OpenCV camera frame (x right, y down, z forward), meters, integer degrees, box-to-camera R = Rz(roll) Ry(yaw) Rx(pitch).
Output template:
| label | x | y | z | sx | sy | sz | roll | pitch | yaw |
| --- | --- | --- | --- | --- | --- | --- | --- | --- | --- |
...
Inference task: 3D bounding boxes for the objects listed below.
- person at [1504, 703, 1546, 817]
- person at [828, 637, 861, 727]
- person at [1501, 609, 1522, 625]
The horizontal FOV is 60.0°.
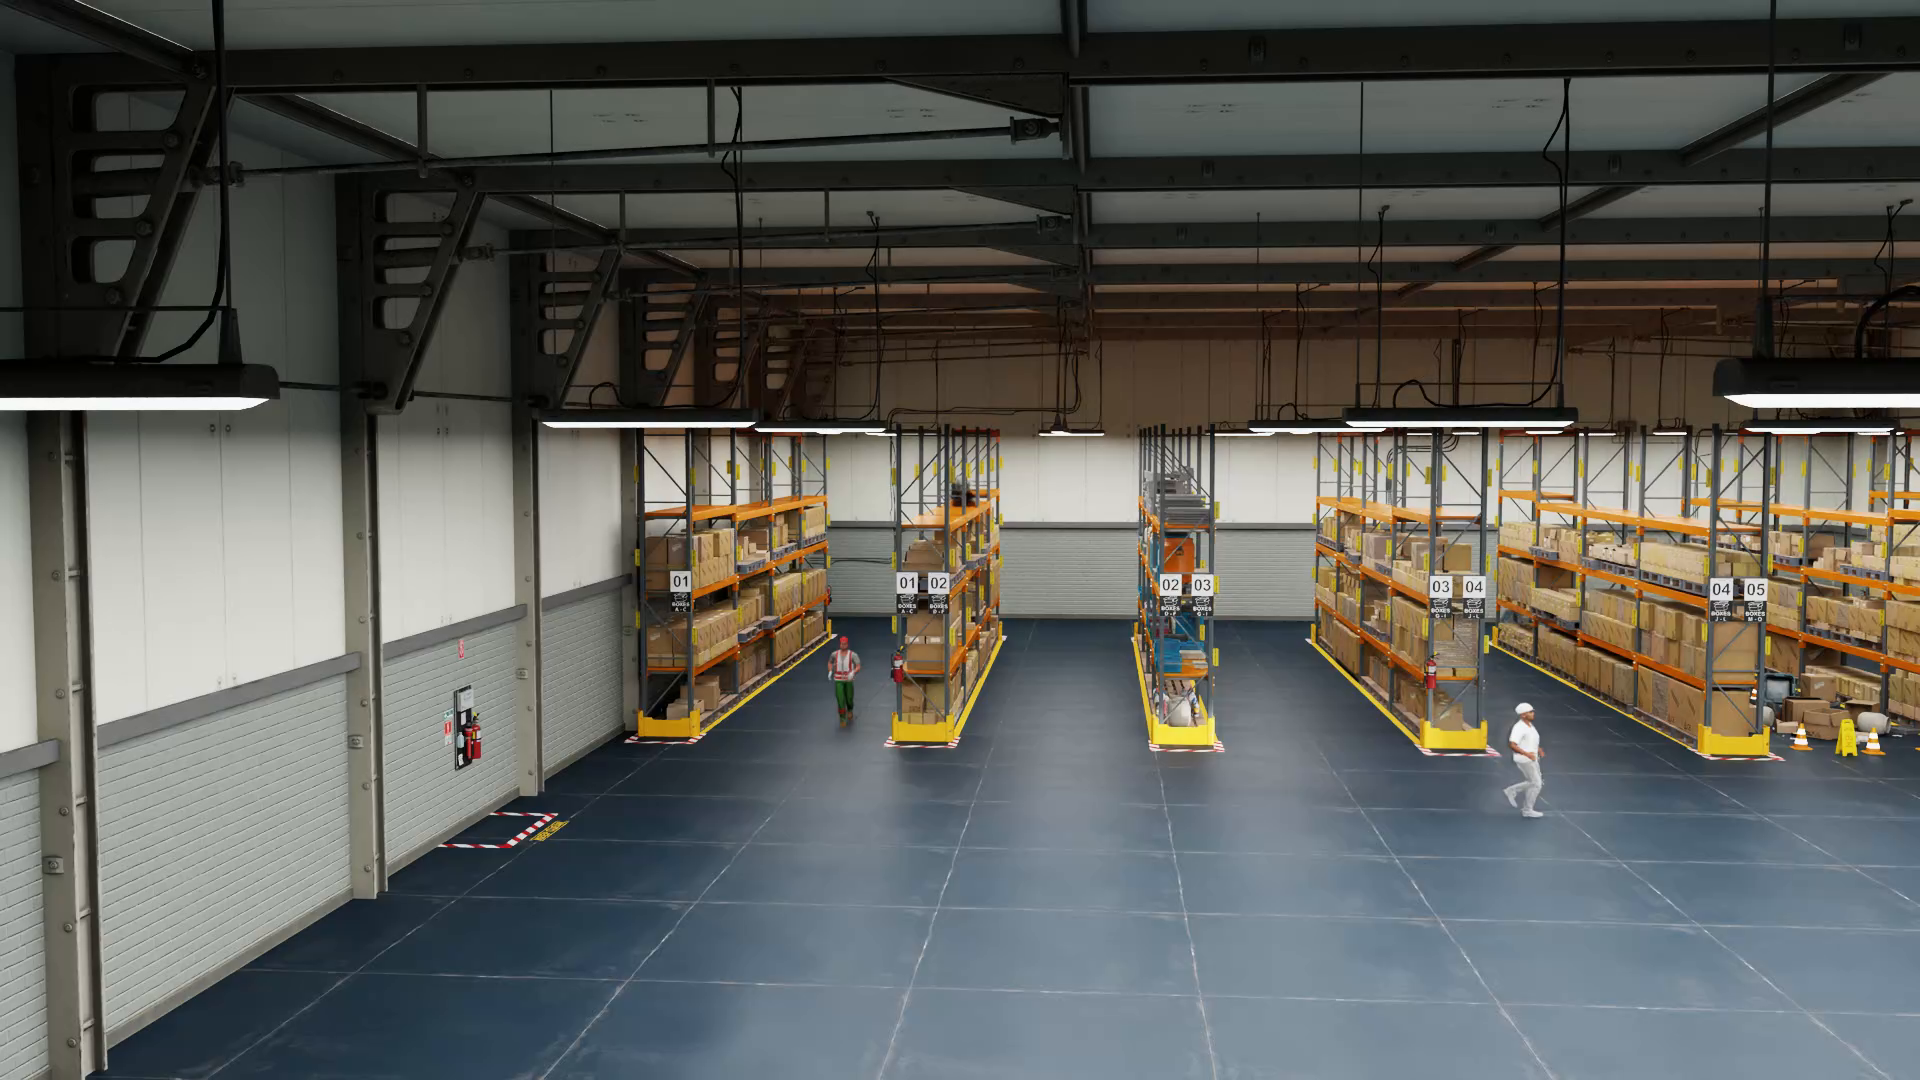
| label | x | y | z | sx | sy | sz | roll | pitch | yaw |
| --- | --- | --- | --- | --- | --- | --- | --- | --- | --- |
| person | 8.549 | 3.326 | 25.218 | 0.625 | 1.719 | 0.700 | 2 | 4 | 35 |
| person | -2.316 | 2.808 | 33.223 | 0.678 | 1.768 | 0.804 | 0 | 3 | 3 |
| person | 15.816 | 1.975 | 47.496 | 0.685 | 1.782 | 0.762 | 3 | 4 | 39 |
